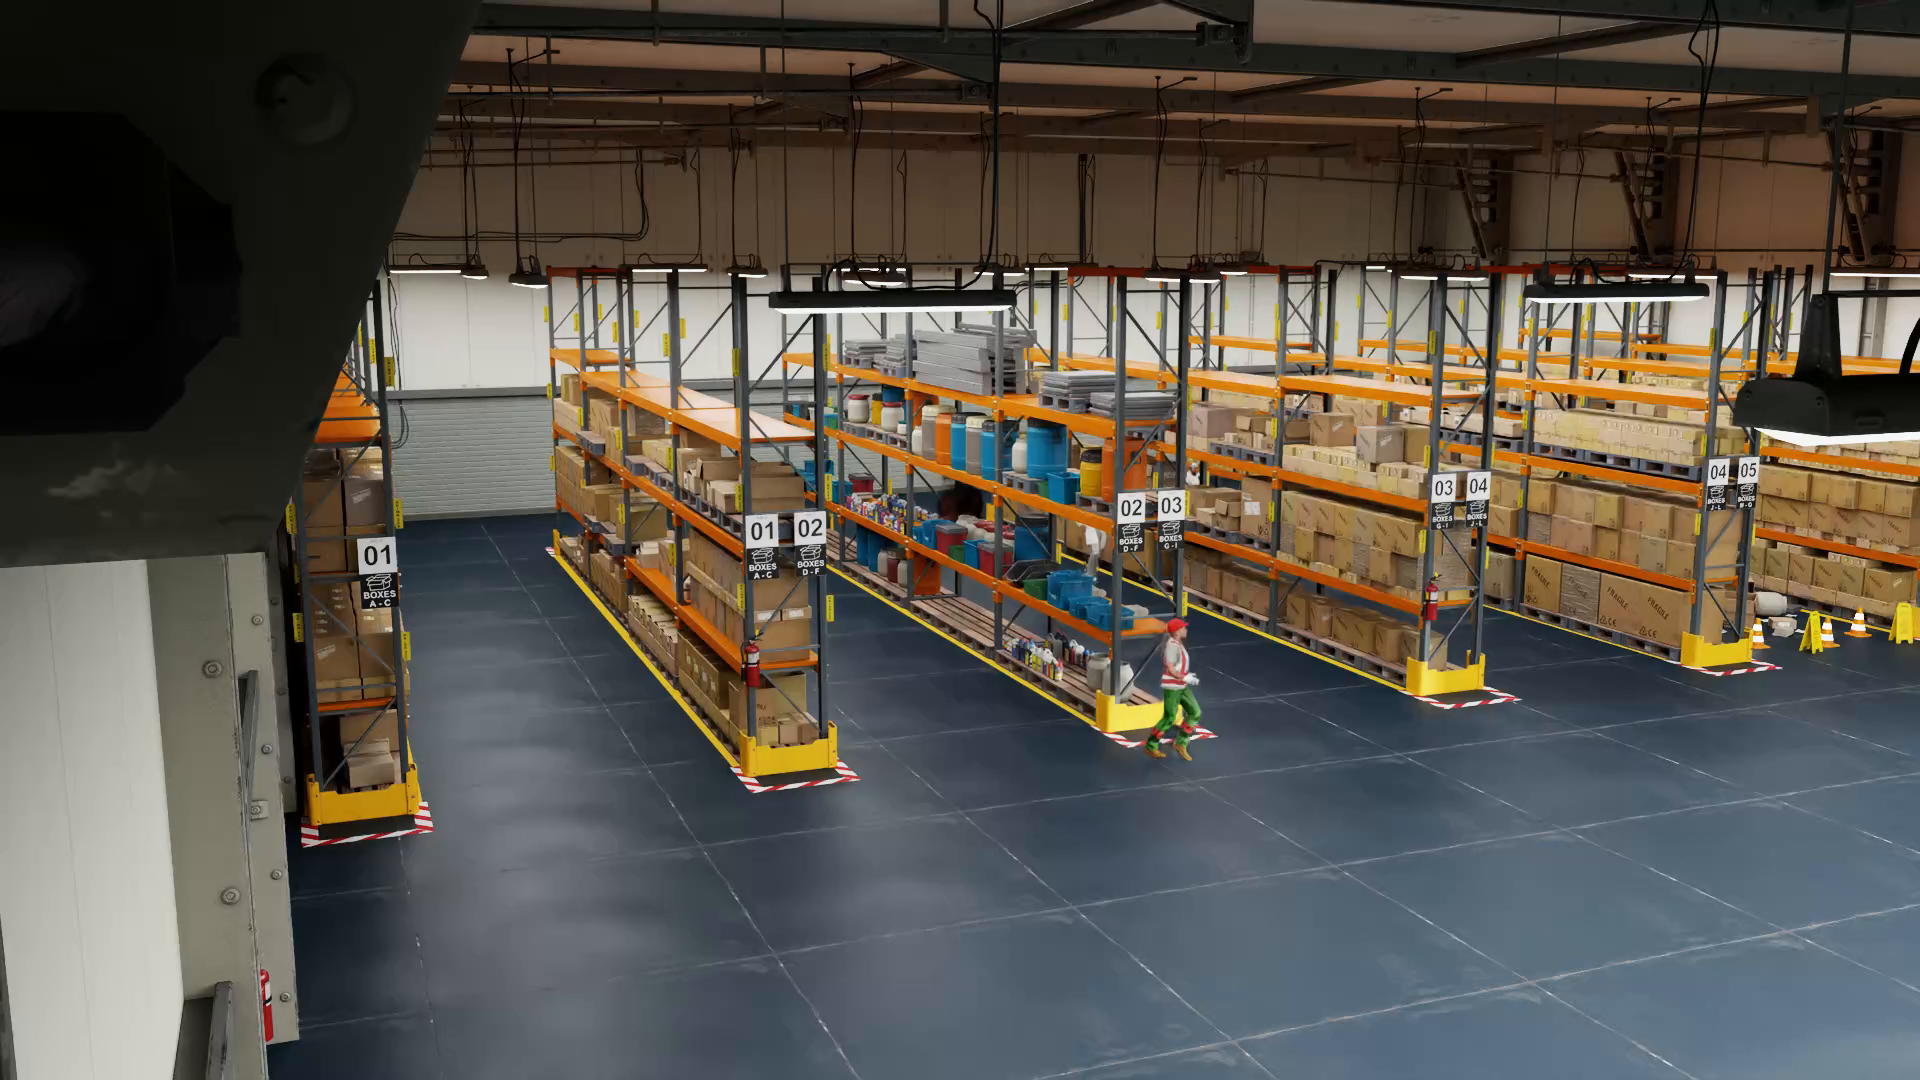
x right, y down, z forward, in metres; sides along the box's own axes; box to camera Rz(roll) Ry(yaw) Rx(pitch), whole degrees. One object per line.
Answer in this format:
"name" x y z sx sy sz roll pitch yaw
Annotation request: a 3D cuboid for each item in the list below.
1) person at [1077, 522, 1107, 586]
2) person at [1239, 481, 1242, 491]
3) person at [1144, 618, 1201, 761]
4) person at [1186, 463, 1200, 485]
"person" 2.487 -0.059 30.408 0.694 1.864 0.787 -4 11 -22
"person" 7.007 -1.590 41.065 0.640 1.609 0.890 -8 13 -38
"person" 2.694 1.867 20.873 0.673 1.787 0.709 3 10 19
"person" 5.209 -0.922 37.240 0.618 1.665 0.717 -2 10 -13
